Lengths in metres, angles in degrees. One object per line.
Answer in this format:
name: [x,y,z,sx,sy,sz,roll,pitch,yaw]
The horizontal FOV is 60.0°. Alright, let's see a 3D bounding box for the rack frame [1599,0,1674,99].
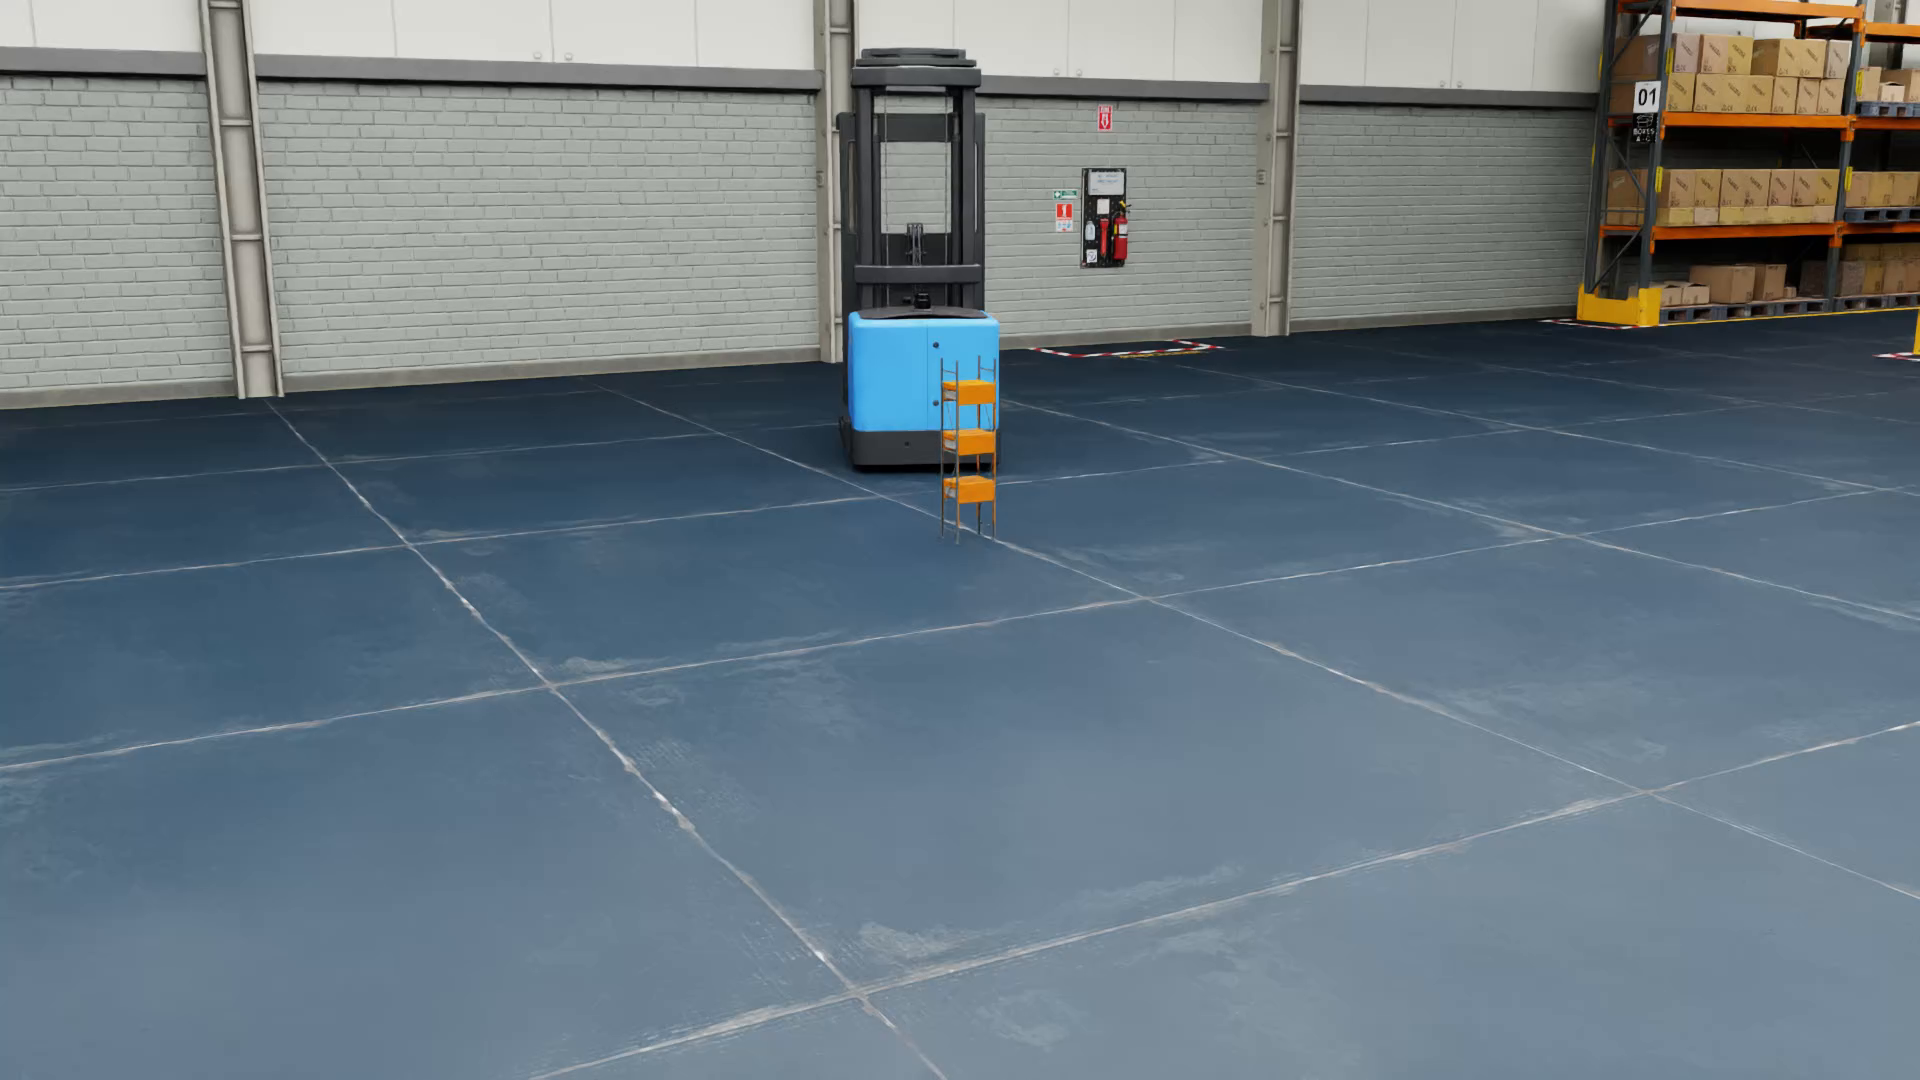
rack frame: [9.019,-7.398,21.987,0.127,3.000,1.000,-7,14,-28]

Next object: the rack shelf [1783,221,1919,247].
rack shelf: [14.286,-4.752,25.529,4.000,0.370,1.077,-7,14,-28]

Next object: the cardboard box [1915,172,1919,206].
cardboard box: [14.550,-5.390,25.496,0.500,0.500,0.700,-7,14,-28]

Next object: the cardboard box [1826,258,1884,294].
cardboard box: [13.598,-4.032,25.384,0.500,0.500,0.700,-7,15,-29]

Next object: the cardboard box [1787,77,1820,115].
cardboard box: [11.755,-6.263,23.500,0.500,0.500,0.500,-8,15,-33]

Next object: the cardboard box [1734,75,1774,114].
cardboard box: [10.835,-6.146,22.980,0.500,0.500,0.500,-6,14,-24]

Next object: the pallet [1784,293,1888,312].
pallet: [13.213,-3.614,25.187,1.213,0.211,1.003,-7,14,-28]

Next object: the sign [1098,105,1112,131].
sign: [1.711,-4.977,19.613,0.199,0.298,0.001,-7,14,-28]

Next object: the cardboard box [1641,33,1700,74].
cardboard box: [9.474,-6.475,22.165,0.500,0.500,0.500,-8,15,-32]

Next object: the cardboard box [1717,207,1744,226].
cardboard box: [10.499,-4.508,23.104,0.500,0.250,0.500,-7,15,-29]

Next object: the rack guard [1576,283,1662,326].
rack guard: [9.086,-3.260,22.955,0.348,0.500,1.175,-7,14,-28]

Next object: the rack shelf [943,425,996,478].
rack shelf: [0.047,-0.507,9.521,0.240,0.259,0.215,-7,14,-28]

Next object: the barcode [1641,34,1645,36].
barcode: [9.403,-6.935,22.890,0.075,0.075,0.001,-7,14,-28]

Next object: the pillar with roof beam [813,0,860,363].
pillar with roof beam: [0.749,-5.546,13.759,0.400,9.000,9.100,-7,14,-28]

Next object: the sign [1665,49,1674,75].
sign: [9.279,-6.257,21.756,0.005,0.325,0.100,-7,14,-28]

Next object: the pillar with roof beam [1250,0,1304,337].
pillar with roof beam: [6.015,-6.178,16.564,0.400,9.000,9.100,-7,14,-28]

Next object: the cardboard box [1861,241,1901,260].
cardboard box: [14.008,-4.436,25.473,0.500,0.250,0.500,-7,15,-29]

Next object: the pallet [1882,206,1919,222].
pallet: [14.323,-5.003,25.446,1.213,0.211,1.003,-7,14,-28]

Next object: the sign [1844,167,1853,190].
sign: [12.797,-5.211,23.959,0.005,0.325,0.100,-7,14,-28]

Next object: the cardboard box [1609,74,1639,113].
cardboard box: [9.264,-6.086,22.715,0.500,0.500,0.500,-6,14,-24]

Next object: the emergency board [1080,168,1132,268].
emergency board: [1.765,-3.828,19.786,0.643,1.169,0.194,-7,14,-28]

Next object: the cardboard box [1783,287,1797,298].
cardboard box: [12.075,-3.662,24.502,0.250,0.166,0.380,-9,16,-35]

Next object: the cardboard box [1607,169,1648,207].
cardboard box: [9.331,-4.864,22.980,0.500,0.500,0.500,-7,14,-28]

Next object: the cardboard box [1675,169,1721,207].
cardboard box: [10.021,-4.816,22.766,0.500,0.500,0.500,-7,14,-28]

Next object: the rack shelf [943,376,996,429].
rack shelf: [0.047,-0.784,9.459,0.240,0.259,0.215,-7,14,-28]

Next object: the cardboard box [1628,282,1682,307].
cardboard box: [9.670,-3.430,23.139,0.500,0.311,0.500,-9,15,-34]

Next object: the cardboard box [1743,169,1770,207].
cardboard box: [10.925,-4.926,23.253,0.500,0.500,0.500,-6,14,-26]

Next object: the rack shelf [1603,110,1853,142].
rack shelf: [10.775,-5.794,23.330,4.000,0.370,1.077,-7,14,-28]

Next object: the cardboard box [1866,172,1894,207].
cardboard box: [13.487,-5.260,24.920,0.500,0.500,0.700,-5,14,-22]

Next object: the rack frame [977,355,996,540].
rack frame: [0.154,-0.531,9.576,0.008,1.050,0.200,-7,14,-28]

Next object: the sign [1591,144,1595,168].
sign: [8.771,-5.299,22.968,0.005,0.325,0.100,-7,14,-28]

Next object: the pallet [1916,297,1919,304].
pallet: [15.354,-3.871,26.327,1.213,0.211,1.003,-7,14,-28]

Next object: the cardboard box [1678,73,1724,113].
cardboard box: [9.921,-6.030,22.466,0.500,0.500,0.500,-6,14,-24]

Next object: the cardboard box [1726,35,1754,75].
cardboard box: [10.383,-6.574,22.606,0.500,0.500,0.500,-6,14,-26]

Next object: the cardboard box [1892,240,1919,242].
cardboard box: [14.904,-4.540,25.935,0.500,0.250,0.500,-7,14,-27]

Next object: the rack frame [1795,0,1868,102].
rack frame: [12.530,-7.819,23.857,0.127,3.000,1.000,-7,14,-28]

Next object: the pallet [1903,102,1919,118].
pallet: [14.032,-6.418,24.891,1.003,0.211,1.213,-7,14,-28]

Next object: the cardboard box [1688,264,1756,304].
cardboard box: [10.838,-3.649,23.685,0.500,0.500,0.700,-8,15,-31]

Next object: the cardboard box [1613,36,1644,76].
cardboard box: [9.272,-6.577,22.619,0.500,0.500,0.500,-6,14,-25]

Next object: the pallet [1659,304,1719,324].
pallet: [9.816,-3.198,23.337,1.213,0.211,1.003,-7,14,-28]

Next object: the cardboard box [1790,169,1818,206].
cardboard box: [11.828,-5.032,23.723,0.500,0.500,0.500,-7,14,-28]

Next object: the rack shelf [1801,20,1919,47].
rack shelf: [14.286,-7.483,24.914,4.000,0.370,1.077,-7,14,-28]

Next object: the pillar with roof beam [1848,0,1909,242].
pillar with roof beam: [16.548,-7.440,22.173,0.400,9.000,9.100,-7,14,-28]

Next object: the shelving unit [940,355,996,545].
shelving unit: [0.047,-0.518,9.519,0.252,1.050,0.215,-7,14,-28]

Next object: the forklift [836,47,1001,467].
forklift: [-0.382,-2.223,12.810,1.130,2.935,3.031,-1,13,-6]

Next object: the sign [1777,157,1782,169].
sign: [12.261,-5.564,24.862,0.005,0.325,0.100,-7,14,-28]

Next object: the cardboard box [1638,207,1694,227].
cardboard box: [9.600,-4.398,22.616,0.500,0.250,0.500,-7,15,-29]

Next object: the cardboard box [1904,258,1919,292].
cardboard box: [14.504,-4.133,25.832,0.500,0.500,0.700,-7,14,-28]

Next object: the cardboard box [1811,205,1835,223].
cardboard box: [12.260,-4.720,24.049,0.500,0.250,0.500,-7,14,-28]

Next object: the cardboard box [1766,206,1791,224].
cardboard box: [11.384,-4.614,23.574,0.500,0.250,0.500,-7,14,-28]

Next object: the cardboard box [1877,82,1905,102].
cardboard box: [13.589,-6.624,24.625,0.500,0.311,0.500,-6,14,-26]

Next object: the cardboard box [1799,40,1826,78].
cardboard box: [11.742,-6.737,23.330,0.500,0.500,0.500,-6,14,-25]
